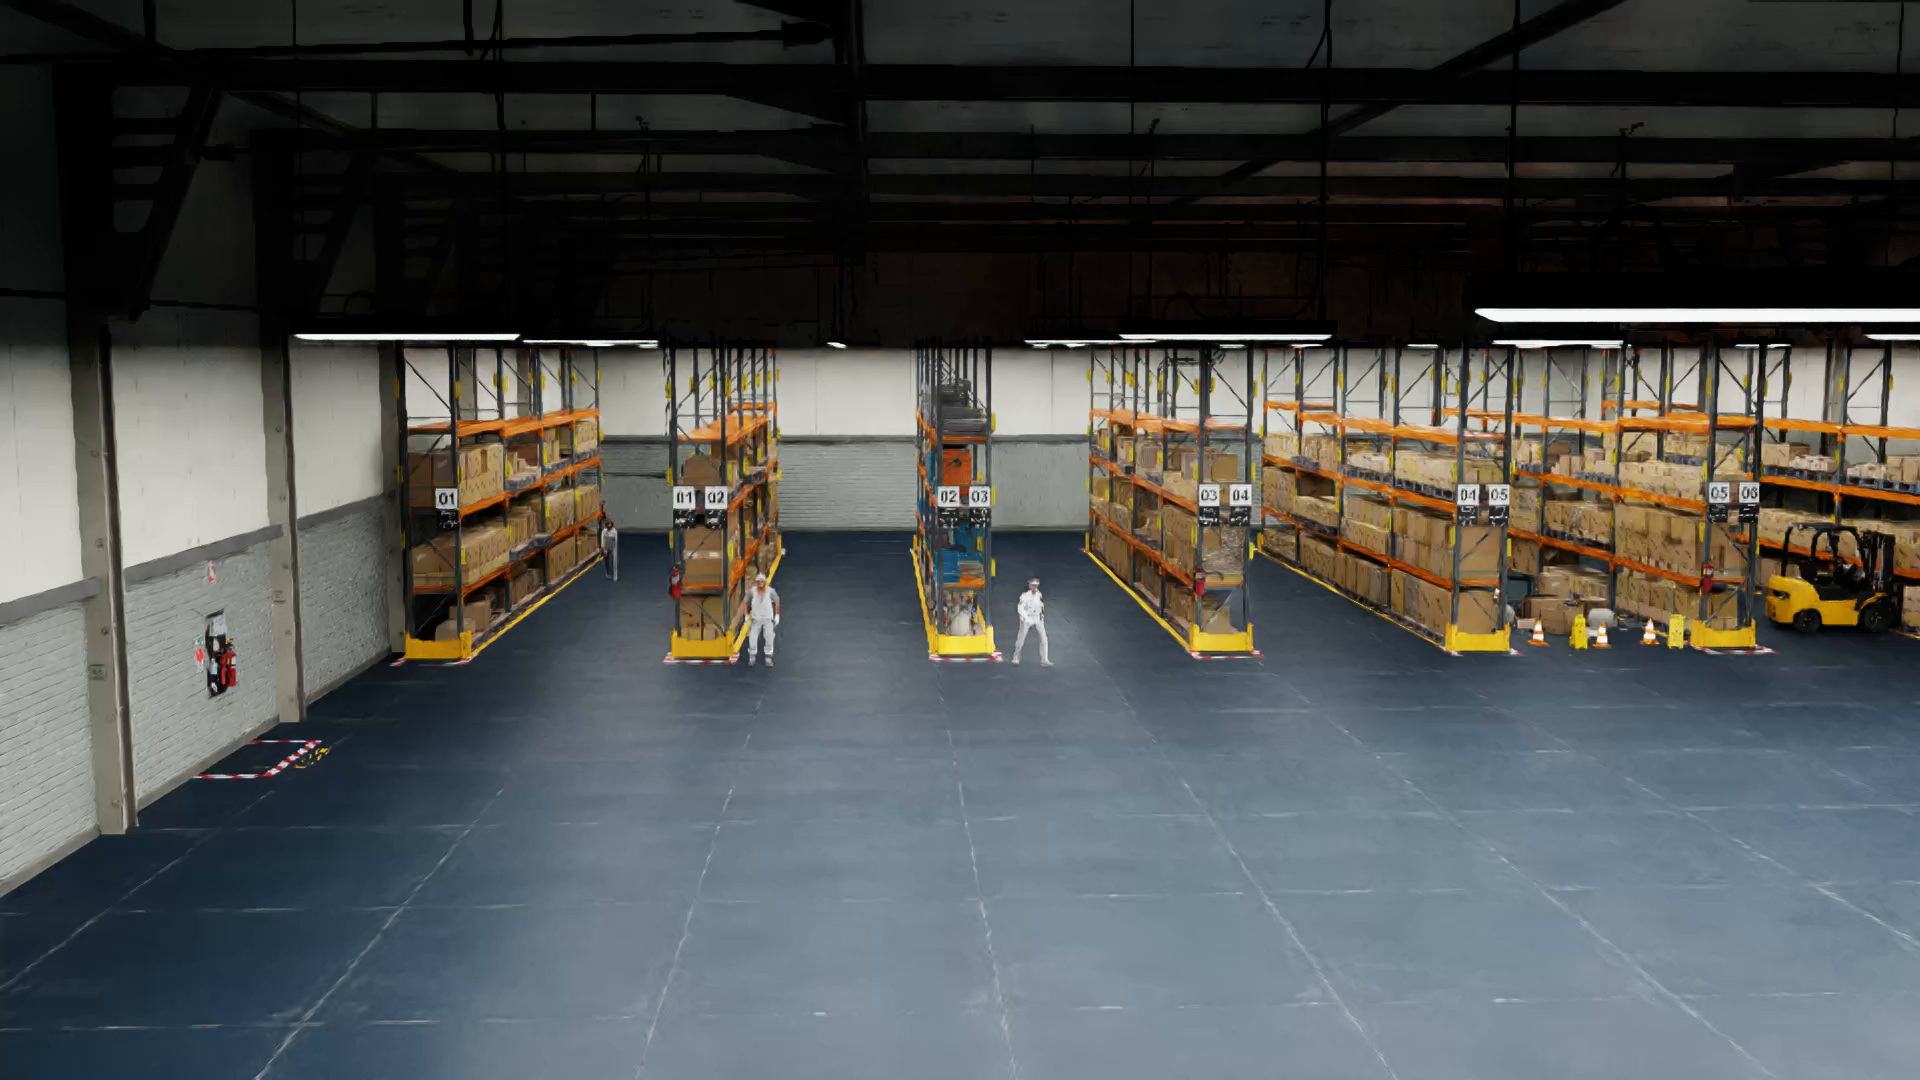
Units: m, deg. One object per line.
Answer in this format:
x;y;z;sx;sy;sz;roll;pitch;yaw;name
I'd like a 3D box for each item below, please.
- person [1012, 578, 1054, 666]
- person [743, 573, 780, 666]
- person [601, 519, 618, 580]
1.295;1.469;30.362;0.630;1.608;0.811;-2;7;-20;person
-3.601;1.447;30.157;0.677;1.741;0.552;-1;7;-5;person
-8.764;0.225;41.605;0.412;1.533;0.955;-1;7;-11;person
